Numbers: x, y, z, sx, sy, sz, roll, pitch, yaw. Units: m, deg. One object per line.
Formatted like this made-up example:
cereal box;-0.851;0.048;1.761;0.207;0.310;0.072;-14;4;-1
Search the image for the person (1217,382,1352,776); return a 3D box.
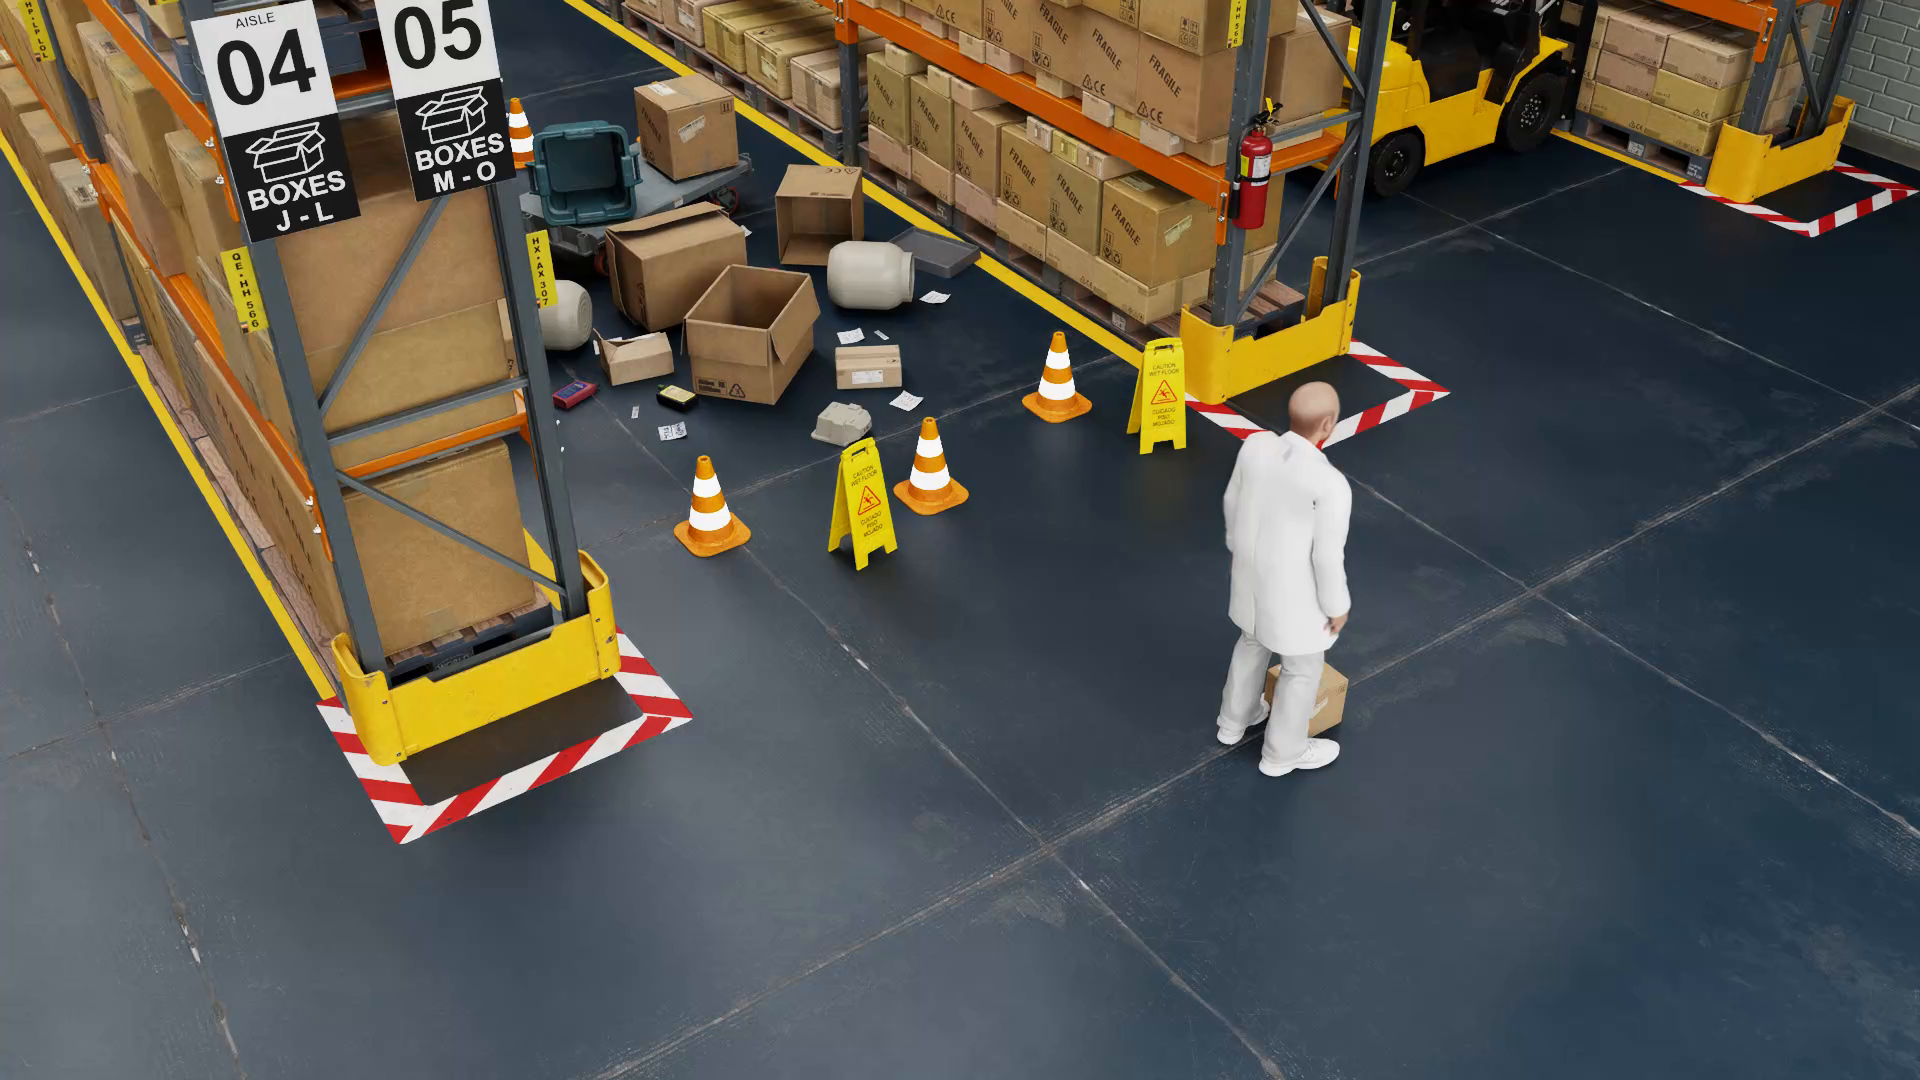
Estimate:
person;1.326;0.159;6.798;0.417;1.774;0.650;-23;42;-28
